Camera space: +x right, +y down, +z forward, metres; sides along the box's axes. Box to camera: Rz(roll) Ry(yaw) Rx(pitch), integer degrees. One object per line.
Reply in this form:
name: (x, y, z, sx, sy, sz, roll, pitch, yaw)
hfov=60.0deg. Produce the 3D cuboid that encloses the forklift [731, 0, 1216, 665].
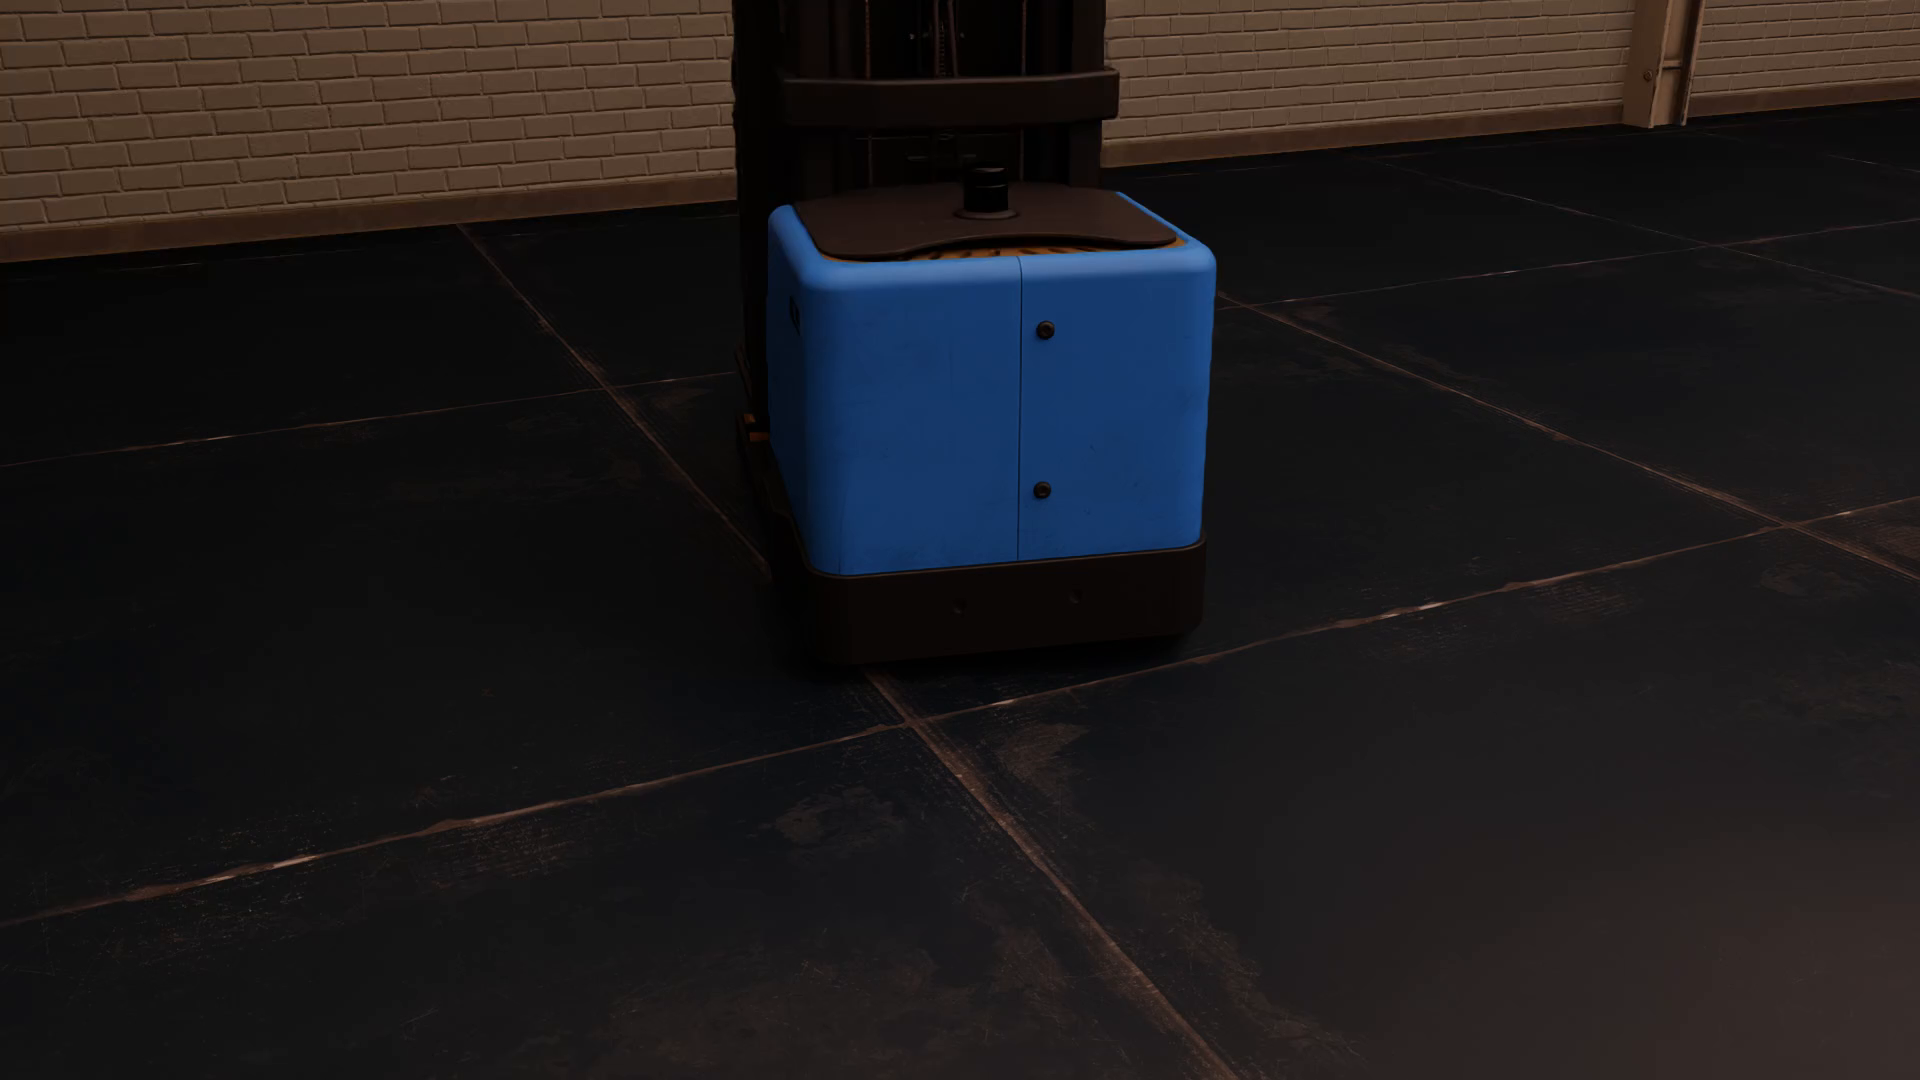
forklift: (-0.166, -1.575, 5.078, 1.130, 2.935, 3.031, -5, 23, -11)
